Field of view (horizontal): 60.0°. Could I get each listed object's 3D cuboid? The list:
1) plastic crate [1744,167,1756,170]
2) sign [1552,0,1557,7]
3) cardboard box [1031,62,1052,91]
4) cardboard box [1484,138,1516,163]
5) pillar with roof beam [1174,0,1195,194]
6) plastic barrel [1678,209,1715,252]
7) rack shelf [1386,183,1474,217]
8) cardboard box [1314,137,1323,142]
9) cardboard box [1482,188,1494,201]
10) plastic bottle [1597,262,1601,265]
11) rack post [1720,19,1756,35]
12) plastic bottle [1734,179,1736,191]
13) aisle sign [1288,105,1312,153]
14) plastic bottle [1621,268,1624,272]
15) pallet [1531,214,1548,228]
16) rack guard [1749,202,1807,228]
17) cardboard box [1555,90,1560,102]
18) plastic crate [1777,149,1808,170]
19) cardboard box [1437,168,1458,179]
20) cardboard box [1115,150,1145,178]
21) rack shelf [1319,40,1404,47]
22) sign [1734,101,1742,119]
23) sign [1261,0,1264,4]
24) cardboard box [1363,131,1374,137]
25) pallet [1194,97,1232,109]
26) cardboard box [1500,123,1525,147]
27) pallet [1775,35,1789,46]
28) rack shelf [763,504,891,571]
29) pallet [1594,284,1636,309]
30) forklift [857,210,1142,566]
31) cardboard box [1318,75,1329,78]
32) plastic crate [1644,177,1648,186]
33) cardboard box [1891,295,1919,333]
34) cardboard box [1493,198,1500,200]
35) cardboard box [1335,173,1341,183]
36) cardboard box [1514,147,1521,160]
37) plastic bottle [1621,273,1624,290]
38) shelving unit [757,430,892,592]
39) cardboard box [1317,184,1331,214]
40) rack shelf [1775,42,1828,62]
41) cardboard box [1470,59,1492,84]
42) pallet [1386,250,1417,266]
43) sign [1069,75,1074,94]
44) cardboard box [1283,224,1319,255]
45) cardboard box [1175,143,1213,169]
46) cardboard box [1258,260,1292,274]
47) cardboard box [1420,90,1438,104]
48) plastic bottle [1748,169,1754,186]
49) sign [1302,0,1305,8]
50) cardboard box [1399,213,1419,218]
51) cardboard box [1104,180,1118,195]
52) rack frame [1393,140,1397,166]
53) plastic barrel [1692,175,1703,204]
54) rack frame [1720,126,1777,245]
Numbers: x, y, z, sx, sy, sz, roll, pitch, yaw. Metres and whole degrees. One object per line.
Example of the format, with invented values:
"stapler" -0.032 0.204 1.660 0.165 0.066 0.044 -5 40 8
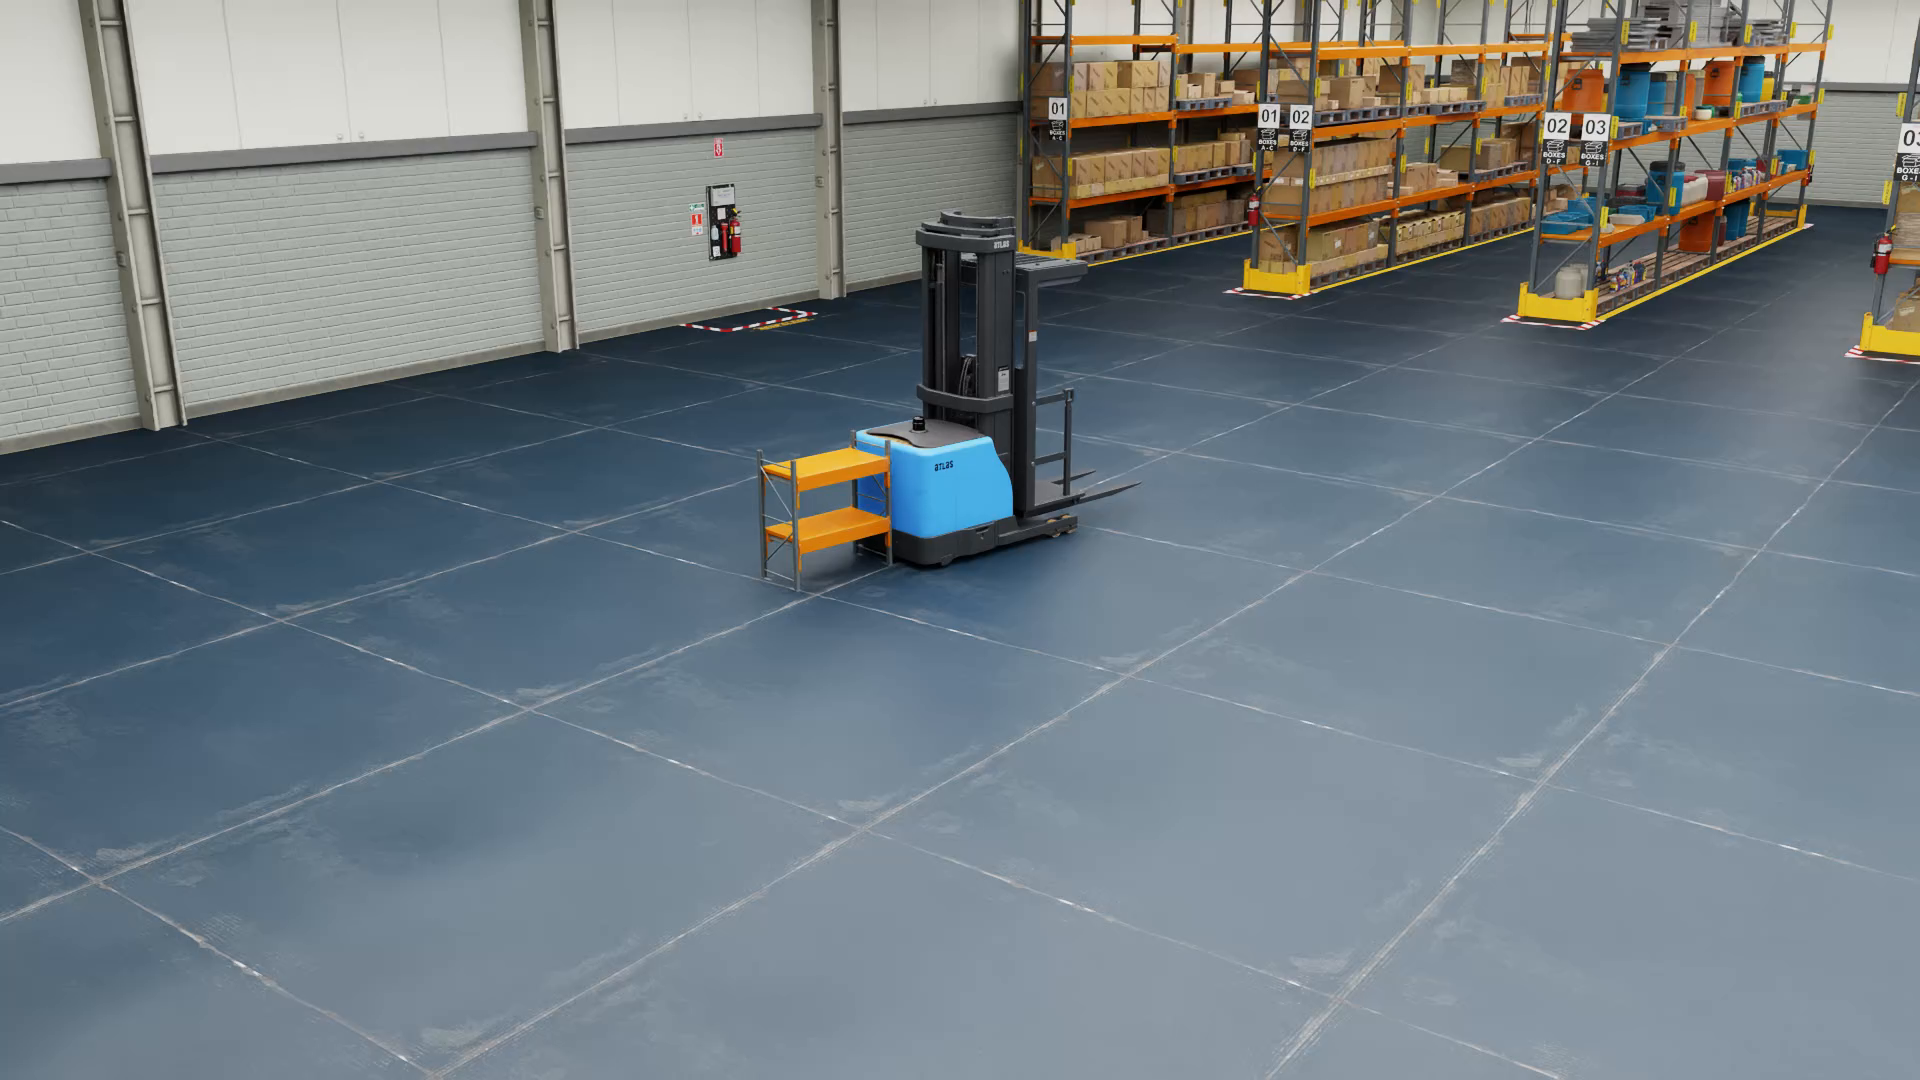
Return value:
"plastic crate" 17.543 -8.221 37.009 0.293 0.136 0.466 12 21 35
"sign" 13.220 -12.017 36.930 0.100 0.325 0.005 12 21 35
"cardboard box" 1.688 -8.859 31.774 0.500 0.500 0.500 14 22 37
"cardboard box" 12.309 -8.902 37.980 0.700 0.500 0.500 5 18 16
"pillar with roof beam" 8.395 -10.596 34.197 9.100 9.000 0.400 12 21 35
"plastic barrel" 14.642 -6.181 33.049 0.600 0.830 0.708 12 21 35
"rack shelf" 9.196 -6.954 33.798 1.077 0.370 4.000 12 21 35
"cardboard box" 8.422 -9.523 40.153 0.500 0.500 0.500 13 21 35
"cardboard box" 11.691 -7.791 37.488 0.500 0.250 0.500 12 21 35
"plastic bottle" 11.268 -4.774 29.416 0.152 0.276 0.135 13 22 37
"rack post" 14.762 -9.906 32.105 0.954 0.300 0.937 12 21 35
"plastic bottle" 15.465 -7.102 33.279 0.097 0.271 0.097 0 17 0
"aisle sign" 5.828 -7.040 28.479 0.394 0.787 0.004 12 21 35
"plastic bottle" 11.424 -4.543 28.660 0.061 0.283 0.133 12 21 35
"pallet" 13.181 -7.558 39.233 1.003 0.211 1.213 12 21 35
"rack guard" 19.134 -7.617 38.936 1.175 0.500 0.348 12 21 35
"cardboard box" 13.561 -10.278 38.484 0.500 0.250 0.500 12 21 35
"plastic crate" 19.081 -8.736 38.163 0.616 0.435 0.499 12 21 35
"cardboard box" 10.136 -7.652 34.985 0.500 0.311 0.500 14 22 38
"cardboard box" 3.389 -7.587 33.577 0.500 0.500 0.500 12 21 33
"rack shelf" 9.982 -12.408 41.920 1.077 0.370 4.000 12 21 35
"sign" 14.810 -8.185 31.667 0.100 0.325 0.005 12 21 35
"sign" 5.194 -9.317 28.369 0.100 0.325 0.005 12 21 35
"cardboard box" 9.992 -10.219 42.592 0.980 0.700 0.700 11 20 32
"pallet" 5.093 -9.414 35.767 1.213 0.211 1.003 12 21 35
"cardboard box" 12.865 -9.418 38.665 0.500 0.500 0.500 13 21 35
"pallet" 16.279 -10.232 34.017 1.003 0.211 1.213 12 21 35
"rack shelf" -1.144 -0.030 14.275 1.000 0.278 0.538 -16 23 -41
"pallet" 10.820 -4.169 28.319 1.003 0.211 1.213 12 21 35
"forklift" 0.456 -1.525 15.220 3.031 2.935 1.130 -15 23 -41
"cardboard box" 9.010 -11.415 41.268 0.500 0.250 0.500 13 21 35
"plastic crate" 13.155 -6.597 31.329 0.402 0.464 0.583 12 21 35
"cardboard box" 13.960 -3.270 24.228 0.500 0.500 0.500 -15 23 -40
"cardboard box" 11.978 -7.542 37.951 0.500 0.500 0.500 13 21 35
"cardboard box" 6.642 -6.528 29.950 0.380 0.149 0.250 12 21 33
"cardboard box" 12.863 -8.939 38.808 0.500 0.500 0.500 13 21 36
"plastic bottle" 11.191 -4.382 28.161 0.097 0.271 0.097 0 17 0
"shelving unit" -1.144 -0.264 14.203 1.048 1.125 0.538 -16 23 -41
"cardboard box" 6.219 -6.151 29.831 0.700 0.500 0.500 13 22 36
"rack shelf" 17.939 -10.657 36.282 1.077 0.370 4.000 12 21 35
"cardboard box" 10.957 -9.956 35.340 0.500 0.500 0.500 12 21 35
"pallet" 8.412 -5.672 33.158 1.003 0.211 1.213 12 21 35
"sign" 2.077 -8.497 31.023 0.100 0.325 0.005 12 21 35
"cardboard box" 6.286 -5.535 30.680 0.500 0.500 0.500 12 21 35
"cardboard box" 5.061 -8.363 36.212 0.700 0.500 0.500 16 24 42
"cardboard box" 5.703 -4.936 30.015 0.500 0.250 0.500 12 21 35
"cardboard box" 9.193 -8.827 33.104 0.500 0.250 0.500 10 20 30
"plastic bottle" 16.352 -7.506 34.446 0.144 0.351 0.185 12 21 35
"sign" 8.360 -13.092 40.392 0.100 0.325 0.005 12 21 35
"cardboard box" 9.228 -6.609 34.456 0.500 0.311 0.500 12 21 33
"cardboard box" 2.793 -6.987 32.912 0.500 0.250 0.500 12 21 34
"rack frame" 11.174 -10.554 44.177 1.000 3.000 0.127 12 21 35
"plastic barrel" 13.671 -6.568 31.154 0.421 0.512 0.421 0 17 0
"rack frame" 16.747 -7.850 35.472 1.000 3.000 0.127 12 21 35
